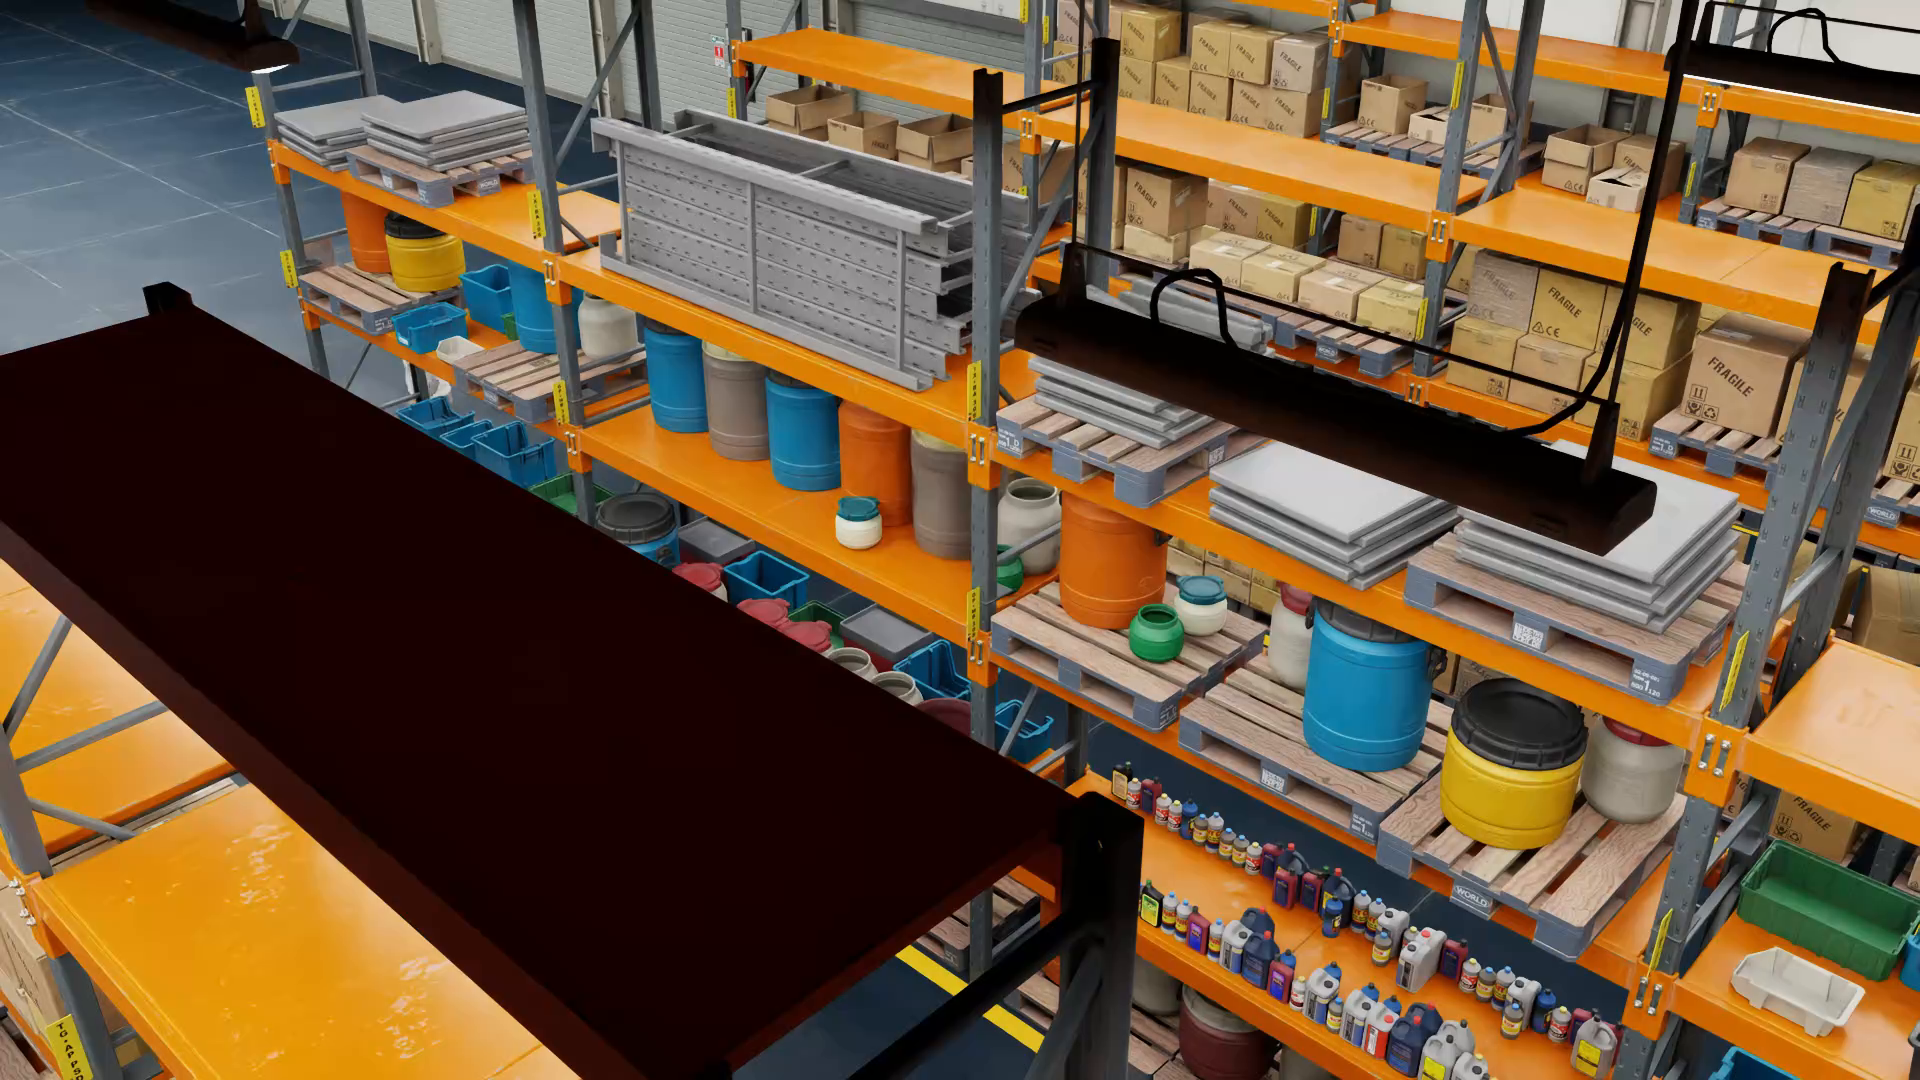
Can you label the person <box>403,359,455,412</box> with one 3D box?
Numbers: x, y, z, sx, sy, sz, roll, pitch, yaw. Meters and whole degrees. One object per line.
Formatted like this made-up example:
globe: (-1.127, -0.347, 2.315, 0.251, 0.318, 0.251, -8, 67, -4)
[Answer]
person: (-5.517, -1.494, 17.089, 0.549, 1.719, 0.976, 16, 33, 26)
